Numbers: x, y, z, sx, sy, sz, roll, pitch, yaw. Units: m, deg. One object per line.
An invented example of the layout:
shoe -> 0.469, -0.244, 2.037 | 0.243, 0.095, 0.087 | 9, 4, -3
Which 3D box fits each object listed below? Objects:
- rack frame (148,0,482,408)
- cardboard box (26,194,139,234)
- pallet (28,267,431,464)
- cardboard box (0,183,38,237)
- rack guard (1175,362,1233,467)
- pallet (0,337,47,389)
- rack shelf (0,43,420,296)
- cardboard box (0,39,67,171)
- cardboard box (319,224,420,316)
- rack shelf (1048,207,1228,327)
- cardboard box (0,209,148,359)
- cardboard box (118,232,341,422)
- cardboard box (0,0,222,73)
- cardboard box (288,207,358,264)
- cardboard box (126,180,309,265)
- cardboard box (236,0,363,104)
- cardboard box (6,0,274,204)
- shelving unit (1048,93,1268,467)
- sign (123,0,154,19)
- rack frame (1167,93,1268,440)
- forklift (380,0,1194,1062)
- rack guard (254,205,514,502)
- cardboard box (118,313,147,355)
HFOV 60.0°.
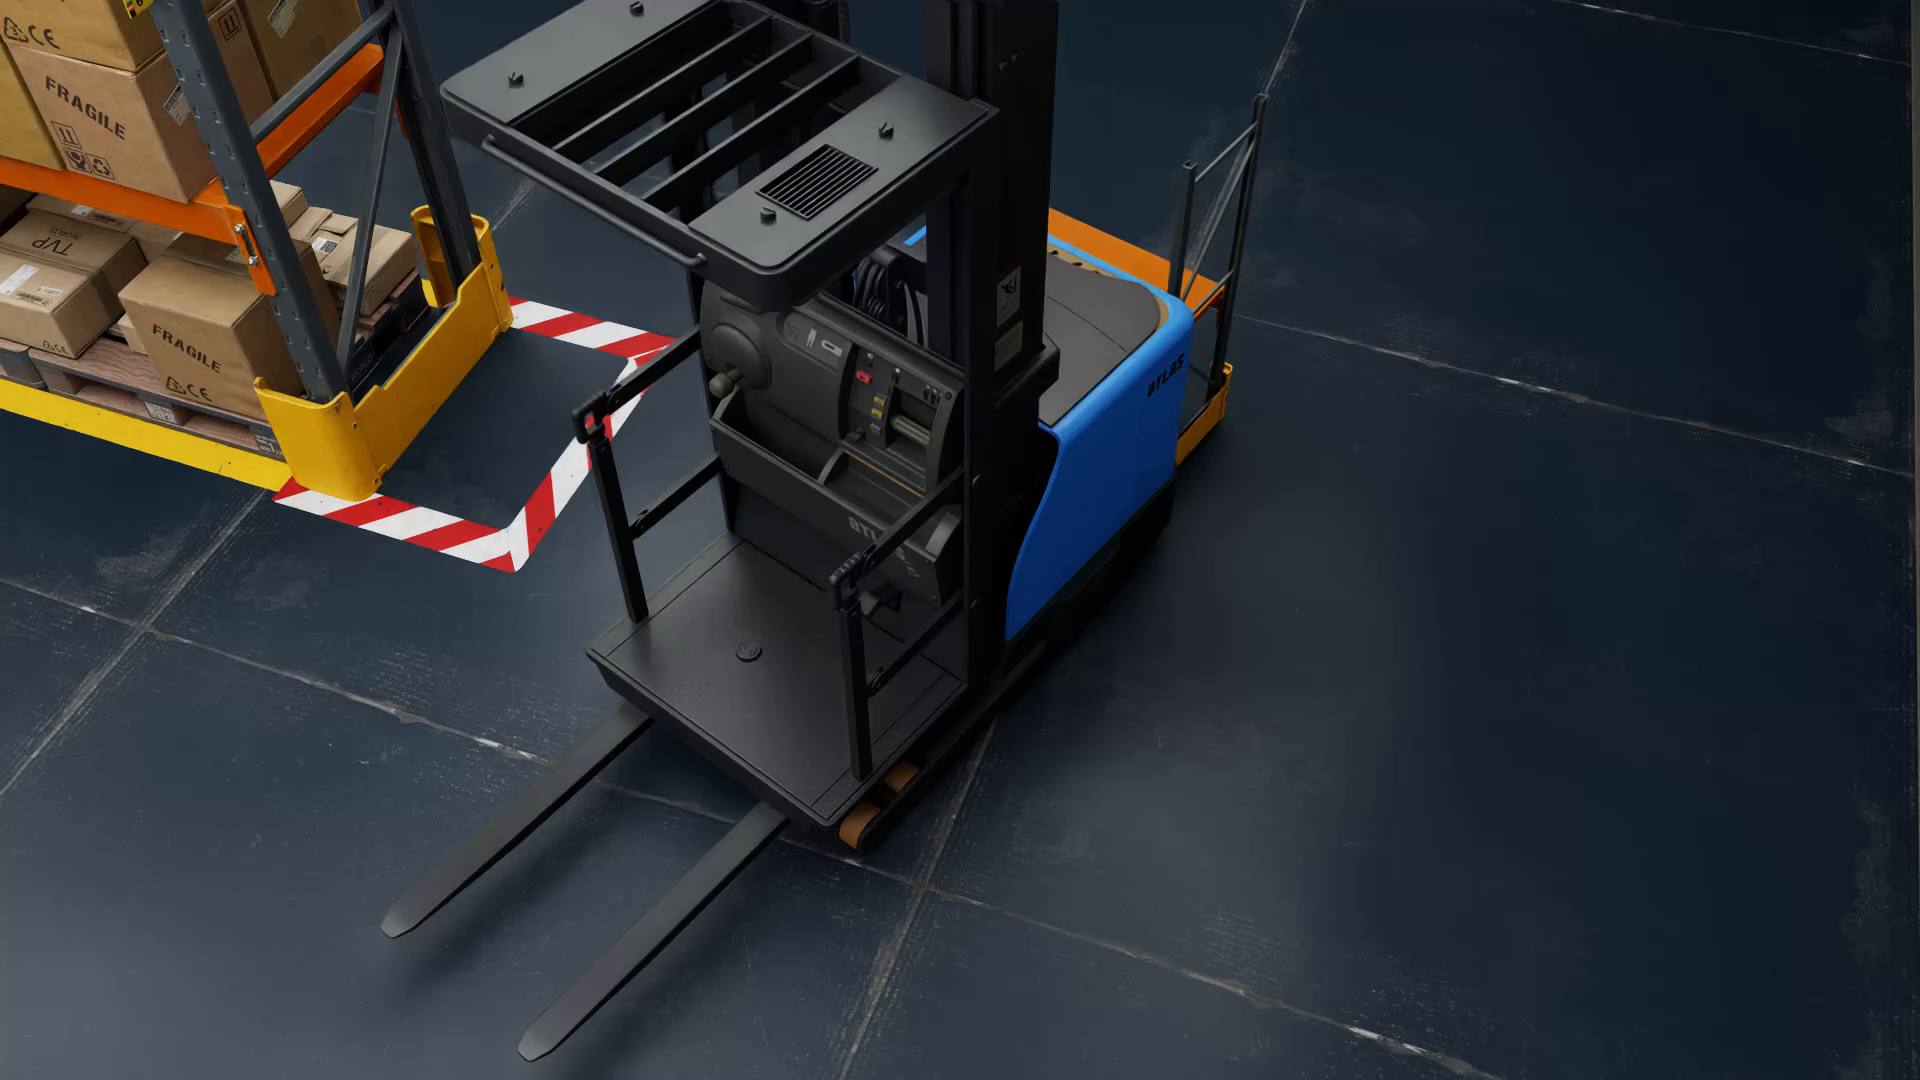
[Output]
rack frame -> -2.169, -1.554, 5.612 | 0.127, 3.000, 1.000 | 16, 51, 13
cardboard box -> -3.518, -1.403, 7.009 | 0.500, 0.250, 0.500 | 16, 51, 13
pallet -> -2.988, -0.869, 6.863 | 1.213, 0.211, 1.003 | 16, 51, 13
cardboard box -> -4.157, -1.440, 6.874 | 0.637, 0.503, 0.797 | 16, 51, 13
rack guard -> 0.868, -0.437, 6.463 | 0.087, 0.250, 0.587 | 29, 55, 23
pallet -> -4.129, -1.189, 7.141 | 1.213, 0.211, 1.003 | 16, 51, 13
rack shelf -> -4.045, -1.842, 6.338 | 4.000, 0.370, 1.077 | 16, 51, 13
cardboard box -> -3.171, -1.645, 5.624 | 0.500, 0.500, 0.500 | 16, 51, 13
cardboard box -> -2.442, -1.118, 6.829 | 0.250, 0.149, 0.380 | 16, 51, 13
rack shelf -> 0.460, -0.956, 6.324 | 1.000, 0.185, 0.538 | 29, 55, 23
cardboard box -> -3.645, -1.035, 6.691 | 0.500, 0.250, 0.500 | 16, 51, 13
cardboard box -> -2.764, -0.847, 6.362 | 0.500, 0.500, 0.500 | 16, 51, 13
cardboard box -> -2.681, -1.836, 5.128 | 0.500, 0.500, 0.500 | 15, 51, 13
cardboard box -> -2.677, -1.189, 6.879 | 0.250, 0.166, 0.380 | 16, 51, 13
cardboard box -> -3.049, -1.272, 6.896 | 0.500, 0.250, 0.500 | 16, 51, 13
cardboard box -> -2.493, -1.890, 5.837 | 0.500, 0.500, 0.500 | 17, 51, 14
cardboard box -> -2.683, -1.511, 5.509 | 0.500, 0.500, 0.500 | 17, 51, 14
shelving unit -> 0.467, -1.070, 6.185 | 1.083, 1.500, 0.587 | 29, 55, 23
sign -> -2.380, -1.649, 4.719 | 0.005, 0.325, 0.100 | 16, 51, 13
rack frame -> 0.869, -0.846, 5.991 | 0.032, 1.500, 0.500 | 29, 55, 23
forklift -> -0.521, -0.391, 4.649 | 1.130, 2.935, 3.031 | 31, 56, 24
rack guard -> -2.240, -0.755, 6.574 | 0.348, 0.500, 1.175 | 16, 51, 13
cardboard box -> -3.113, -0.908, 6.636 | 0.250, 0.166, 0.380 | 16, 51, 13
